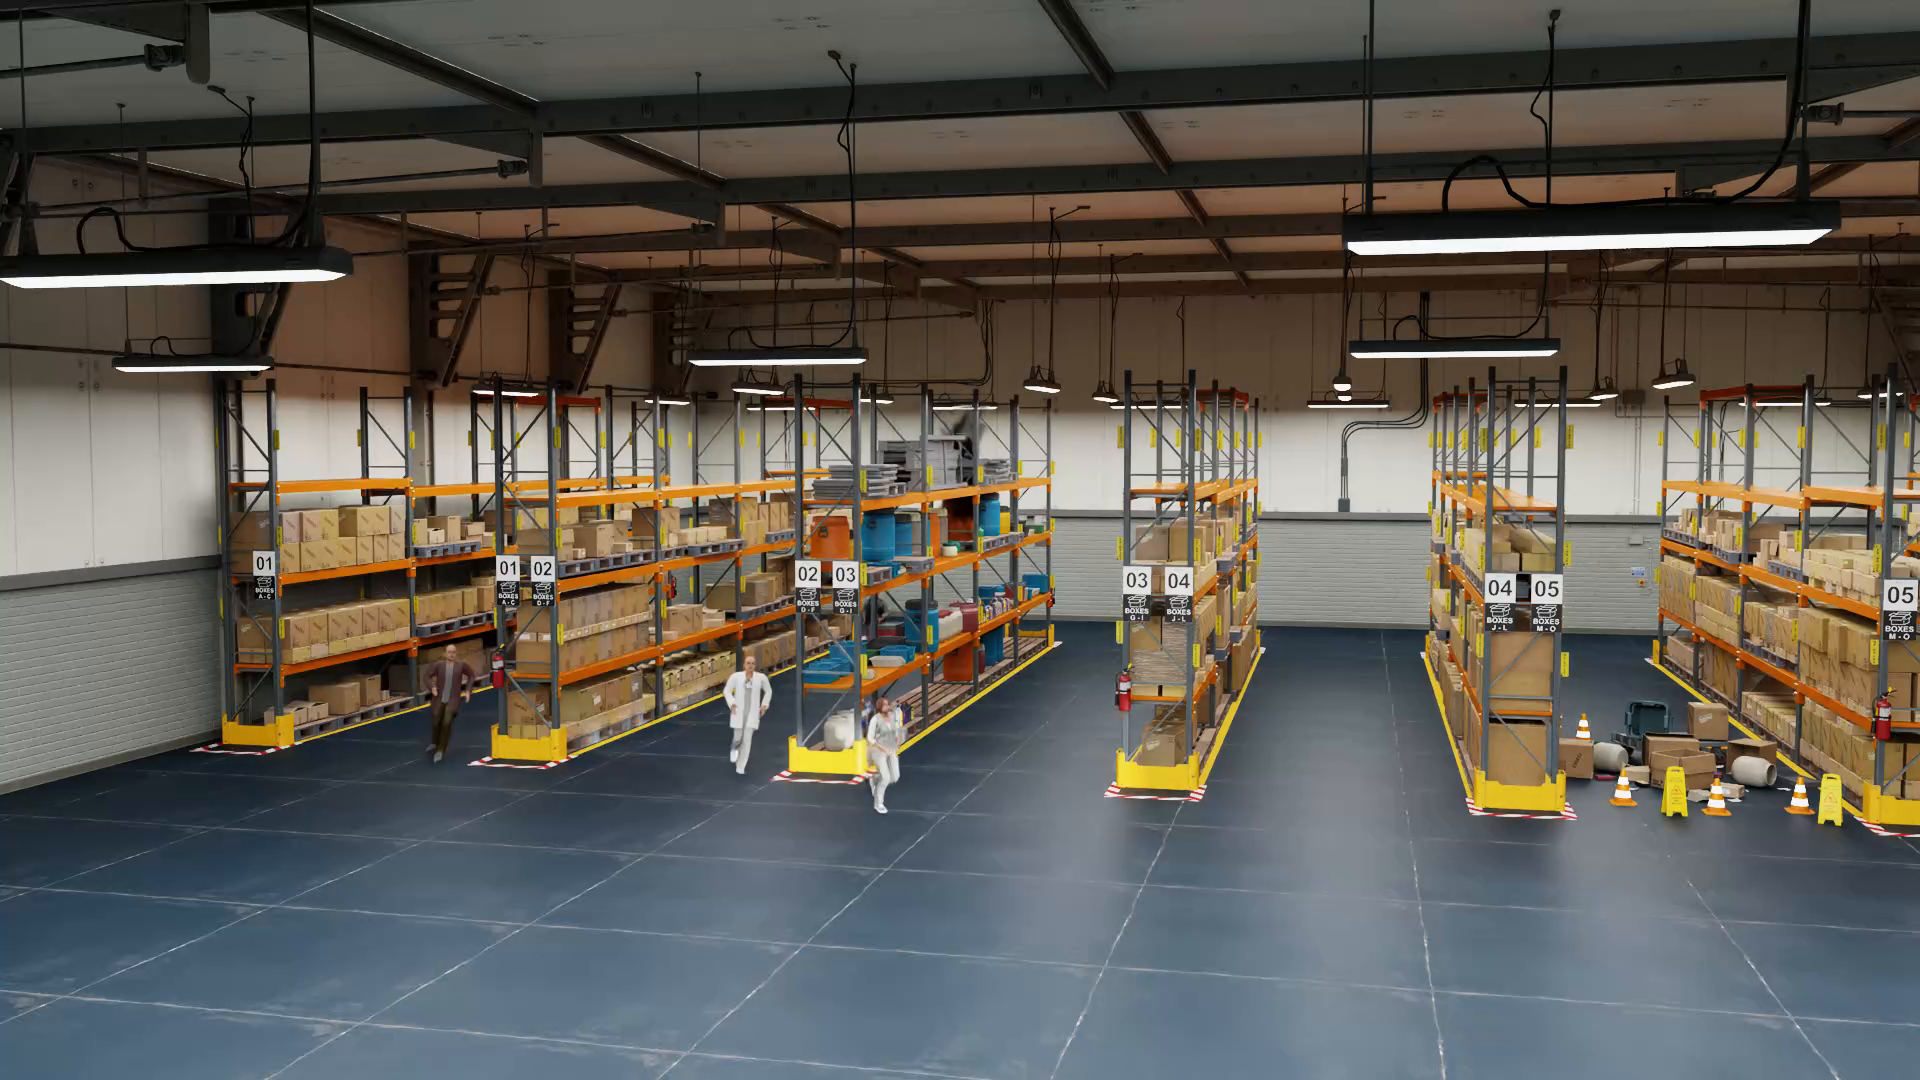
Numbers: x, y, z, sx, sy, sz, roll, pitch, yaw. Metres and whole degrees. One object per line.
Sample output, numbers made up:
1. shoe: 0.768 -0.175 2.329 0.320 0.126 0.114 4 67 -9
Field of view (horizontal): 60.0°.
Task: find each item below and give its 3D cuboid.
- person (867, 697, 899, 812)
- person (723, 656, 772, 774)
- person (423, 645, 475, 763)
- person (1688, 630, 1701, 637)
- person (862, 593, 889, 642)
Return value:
1. person: -1.036 2.887 22.447 0.561 1.564 0.608 -3 5 -41
2. person: -3.218 2.633 25.269 0.739 1.751 0.733 -1 3 -10
3. person: -8.077 2.557 26.233 0.764 1.806 0.885 0 3 -8
4. person: 16.953 1.857 38.196 0.766 1.726 0.800 -3 4 -36
5. person: -1.910 1.920 37.366 0.652 1.680 0.640 1 3 11
